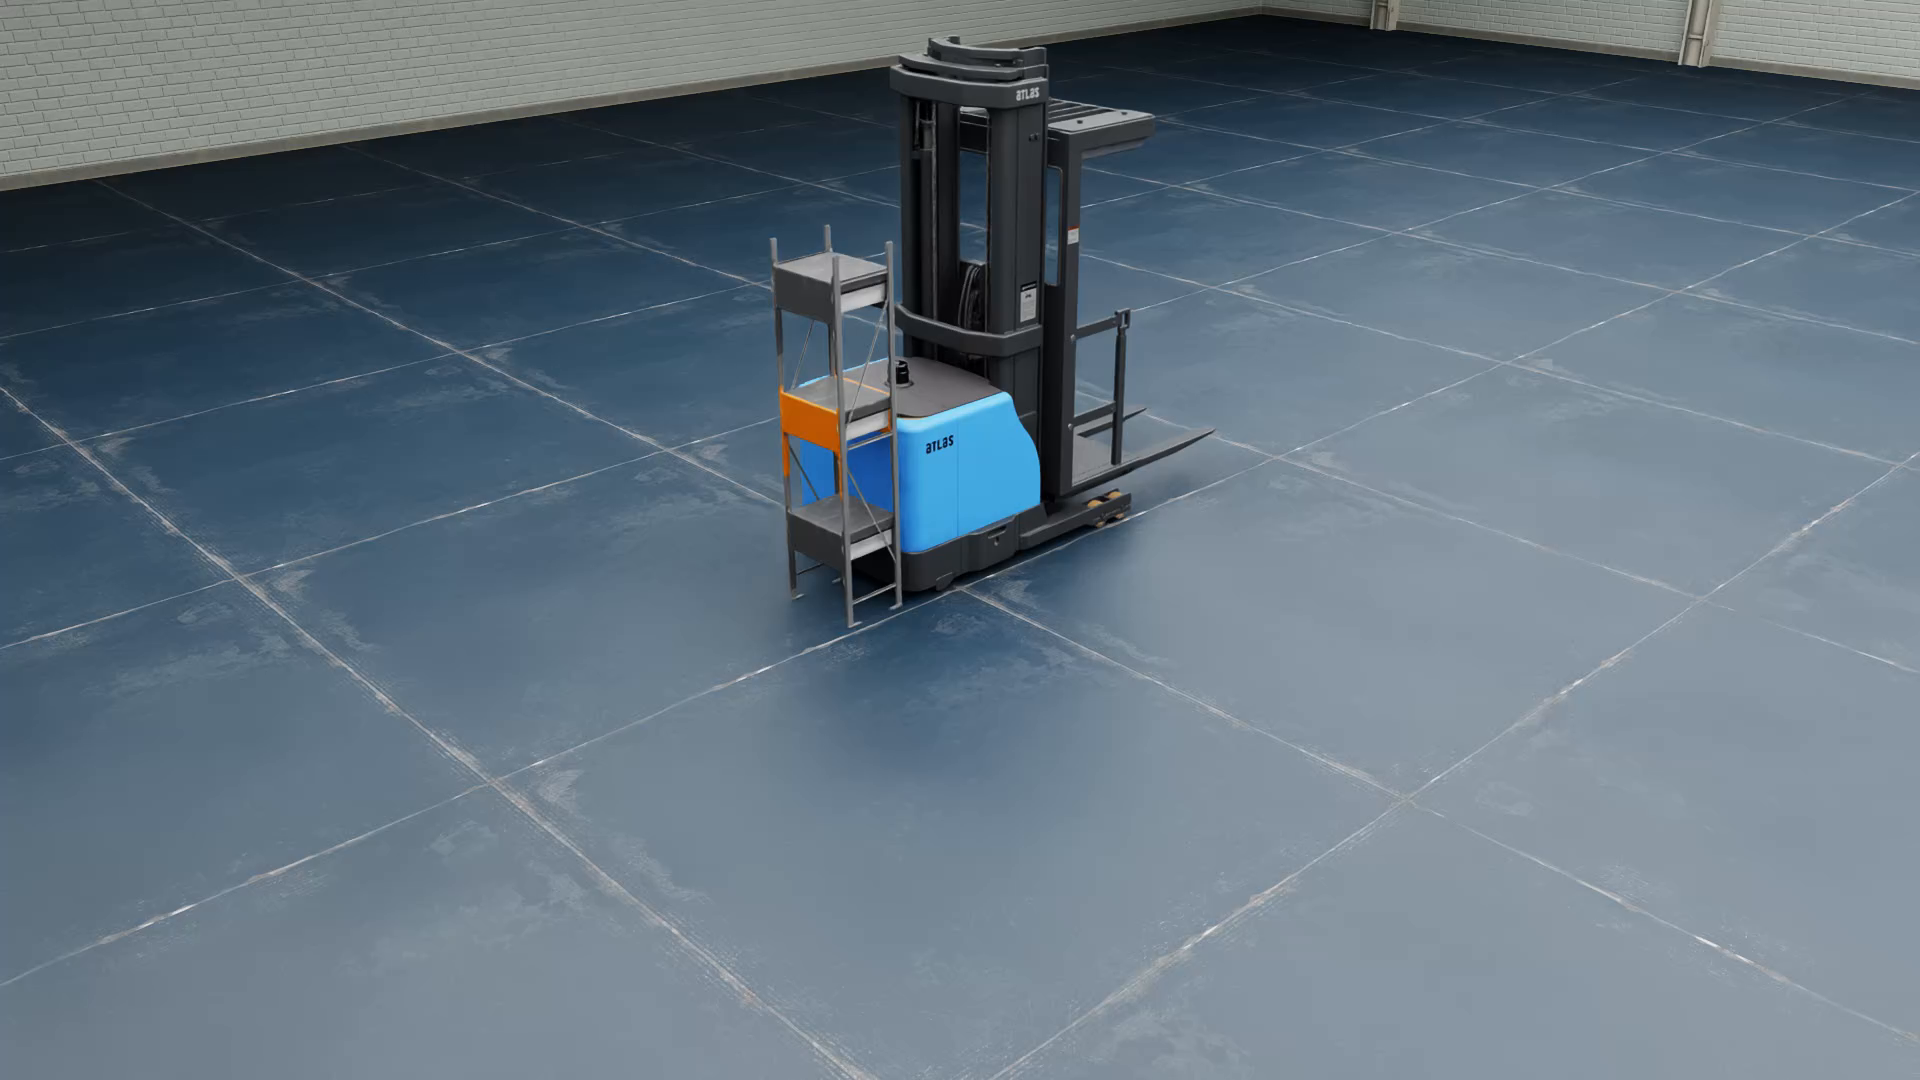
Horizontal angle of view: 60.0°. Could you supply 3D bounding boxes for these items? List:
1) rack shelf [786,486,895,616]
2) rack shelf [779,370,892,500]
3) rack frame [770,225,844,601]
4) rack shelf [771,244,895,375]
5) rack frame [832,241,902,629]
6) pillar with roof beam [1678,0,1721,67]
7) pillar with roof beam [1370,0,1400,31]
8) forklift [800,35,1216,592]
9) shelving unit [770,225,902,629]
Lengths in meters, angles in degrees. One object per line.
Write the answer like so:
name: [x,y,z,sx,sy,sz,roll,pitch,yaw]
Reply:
rack shelf: [-0.651,0.053,9.317,0.431,0.518,0.480,-23,33,-40]
rack shelf: [-0.657,-0.582,9.021,0.431,0.518,0.480,-23,33,-40]
rack frame: [-0.830,-0.666,9.173,0.400,2.100,0.015,-23,33,-40]
rack shelf: [-0.663,-1.216,8.725,0.431,0.518,0.480,-23,33,-40]
rack frame: [-0.485,-0.522,8.859,0.400,2.100,0.015,-23,33,-40]
pillar with roof beam: [8.948,-10.702,22.866,9.100,9.000,0.400,-21,32,-38]
pillar with roof beam: [4.847,-12.519,26.851,9.100,9.000,0.400,-21,32,-38]
forklift: [0.444,-1.552,10.120,3.031,2.935,1.130,-22,33,-40]
shelving unit: [-0.657,-0.594,9.016,0.431,2.100,0.503,-23,33,-40]
